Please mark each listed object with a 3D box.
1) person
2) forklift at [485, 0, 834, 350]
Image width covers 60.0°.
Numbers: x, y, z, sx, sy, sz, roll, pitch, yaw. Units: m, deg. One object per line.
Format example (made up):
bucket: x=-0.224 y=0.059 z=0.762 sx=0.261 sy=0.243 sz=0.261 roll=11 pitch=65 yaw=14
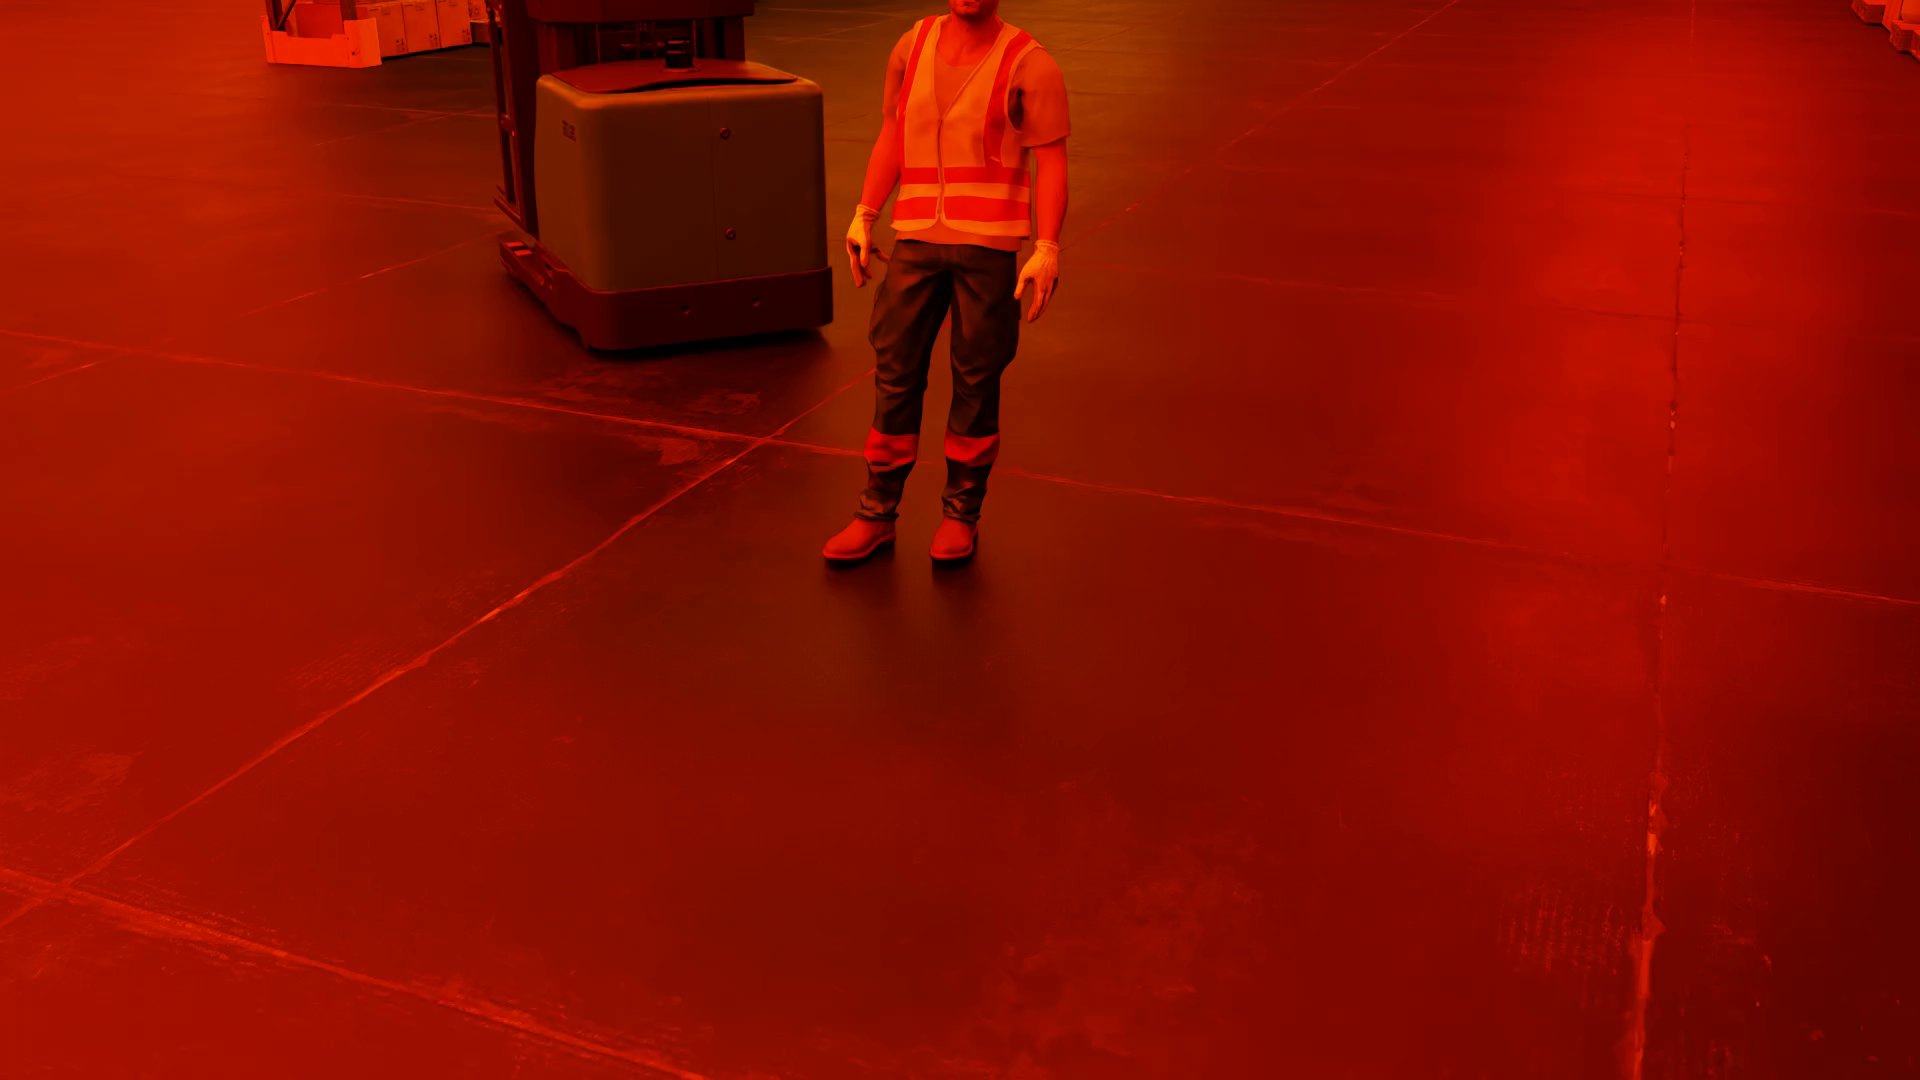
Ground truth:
person: x=-0.042 y=-0.806 z=4.681 sx=0.637 sy=1.787 sz=0.564 roll=9 pitch=24 yaw=21
forklift: x=-1.627 y=-2.656 z=7.646 sx=1.130 sy=2.935 sz=3.031 roll=-10 pitch=25 yaw=-23
